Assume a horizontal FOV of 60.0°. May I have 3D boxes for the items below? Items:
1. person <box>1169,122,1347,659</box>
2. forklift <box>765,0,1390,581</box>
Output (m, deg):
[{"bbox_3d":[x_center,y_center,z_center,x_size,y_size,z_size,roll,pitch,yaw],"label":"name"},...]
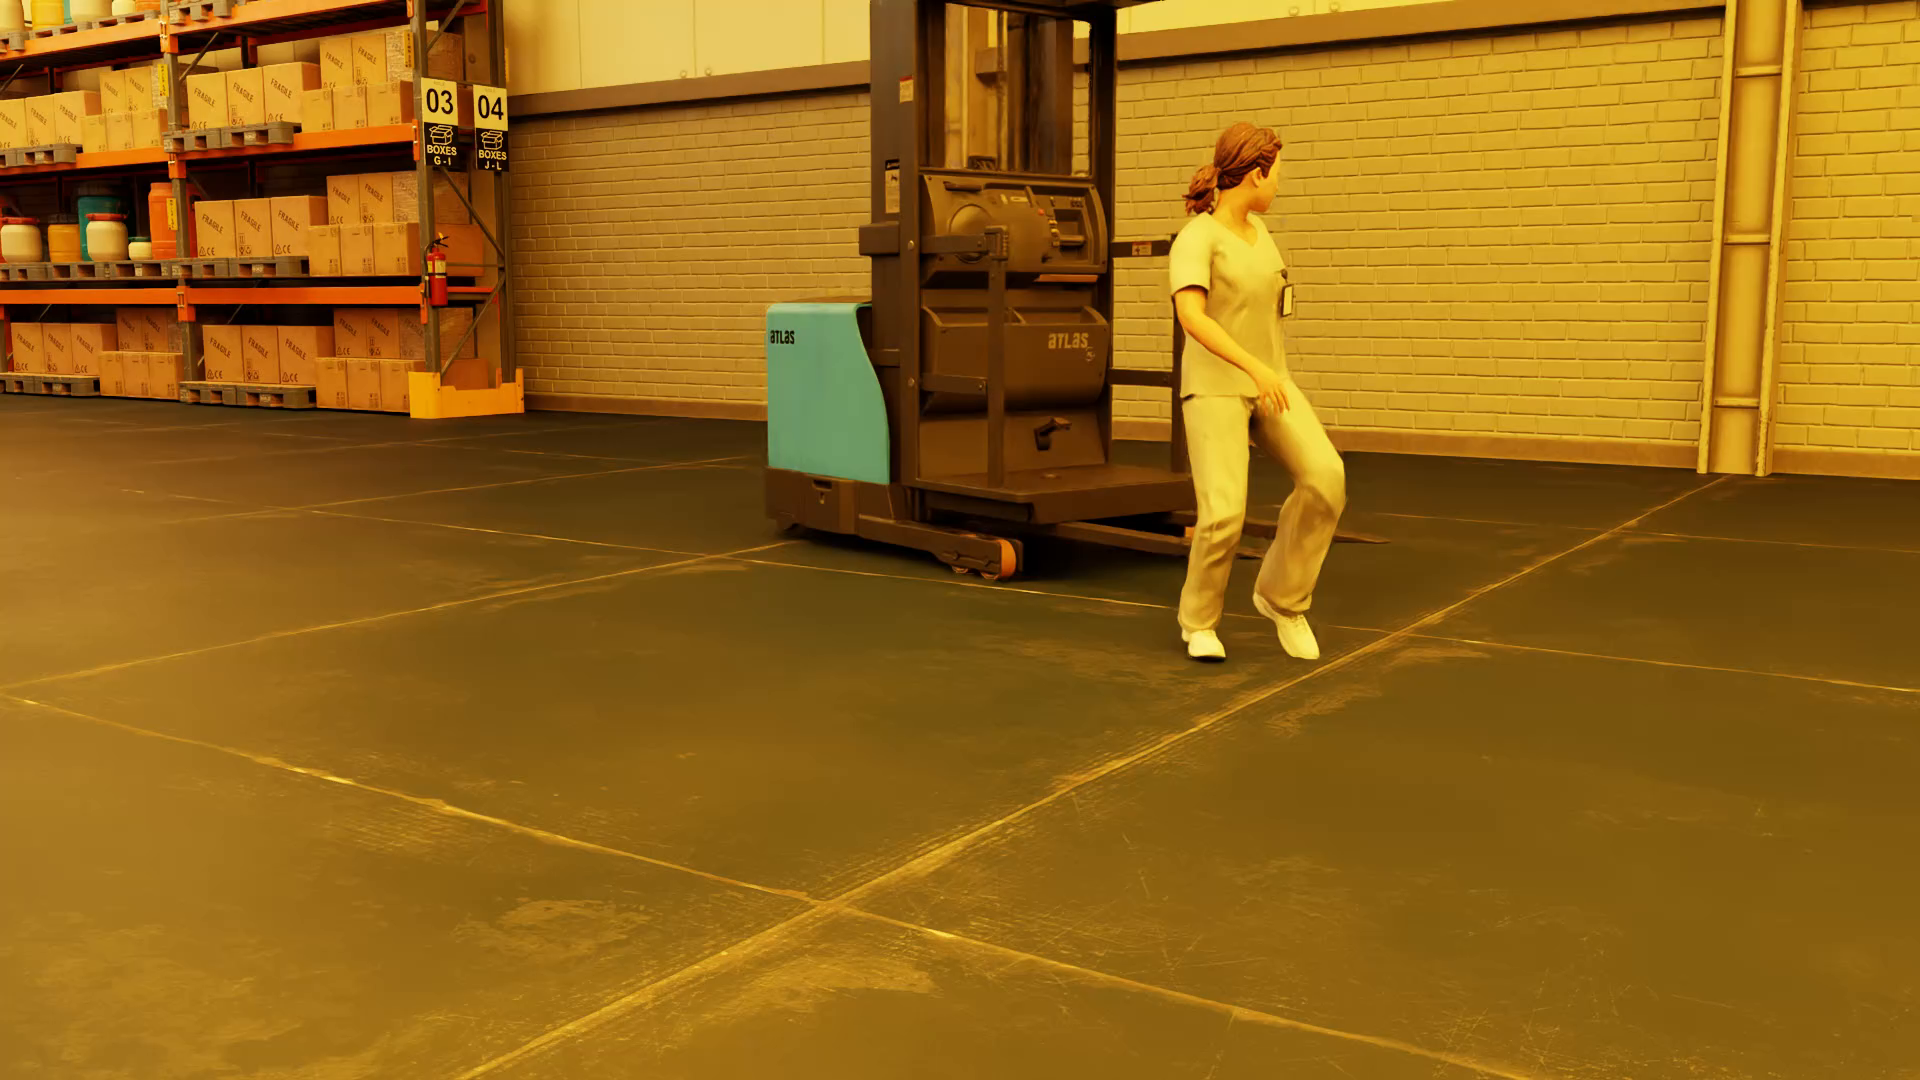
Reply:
[{"bbox_3d":[0.866,-0.432,5.034,0.616,1.617,0.655,-4,9,-26],"label":"person"},{"bbox_3d":[0.373,-1.369,6.821,1.130,2.935,3.031,-6,10,-37],"label":"forklift"}]
